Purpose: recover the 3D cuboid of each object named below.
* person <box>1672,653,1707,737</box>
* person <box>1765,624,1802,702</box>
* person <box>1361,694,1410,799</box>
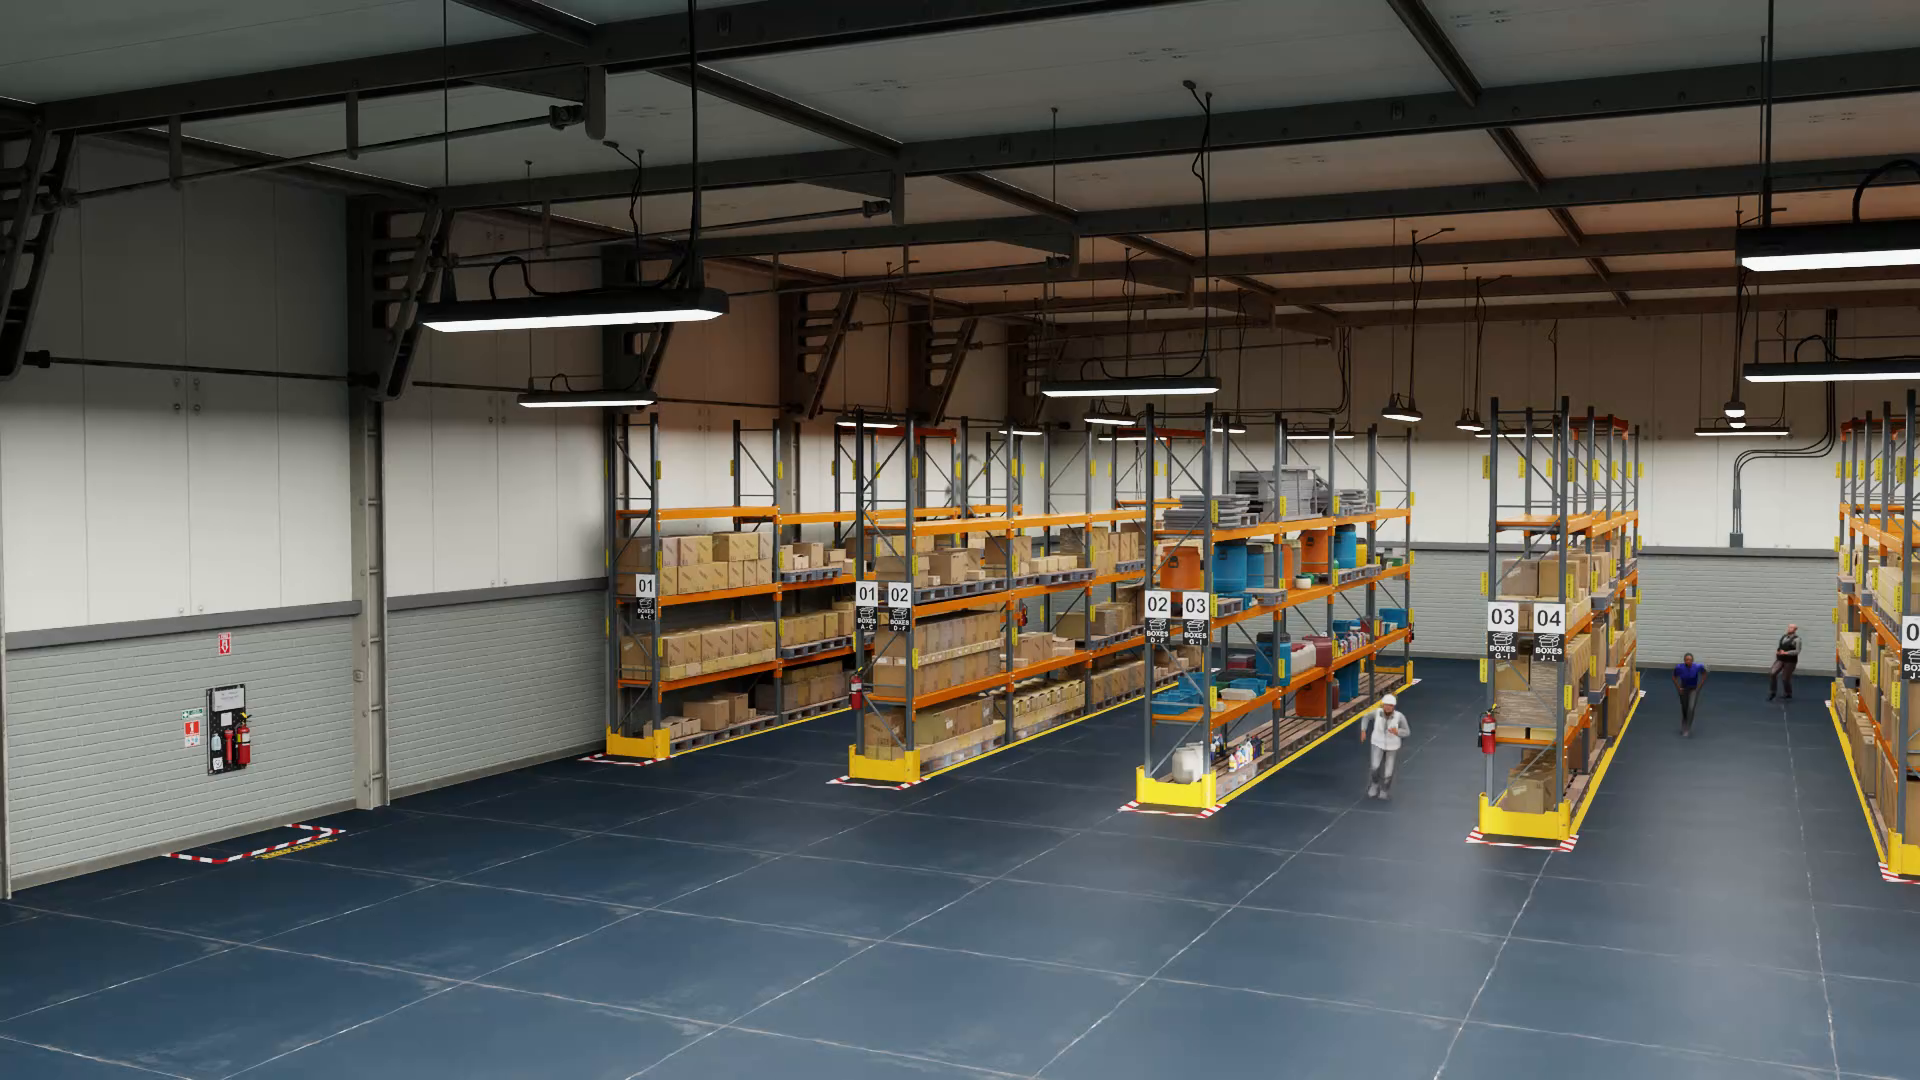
[{"bbox_3d":[13.827,2.907,31.550,0.600,1.615,0.954,1,3,20],"label":"person"},{"bbox_3d":[17.795,2.641,35.784,0.715,1.700,0.642,-1,3,-29],"label":"person"},{"bbox_3d":[6.449,3.137,25.219,0.711,1.671,0.804,1,2,12],"label":"person"}]
